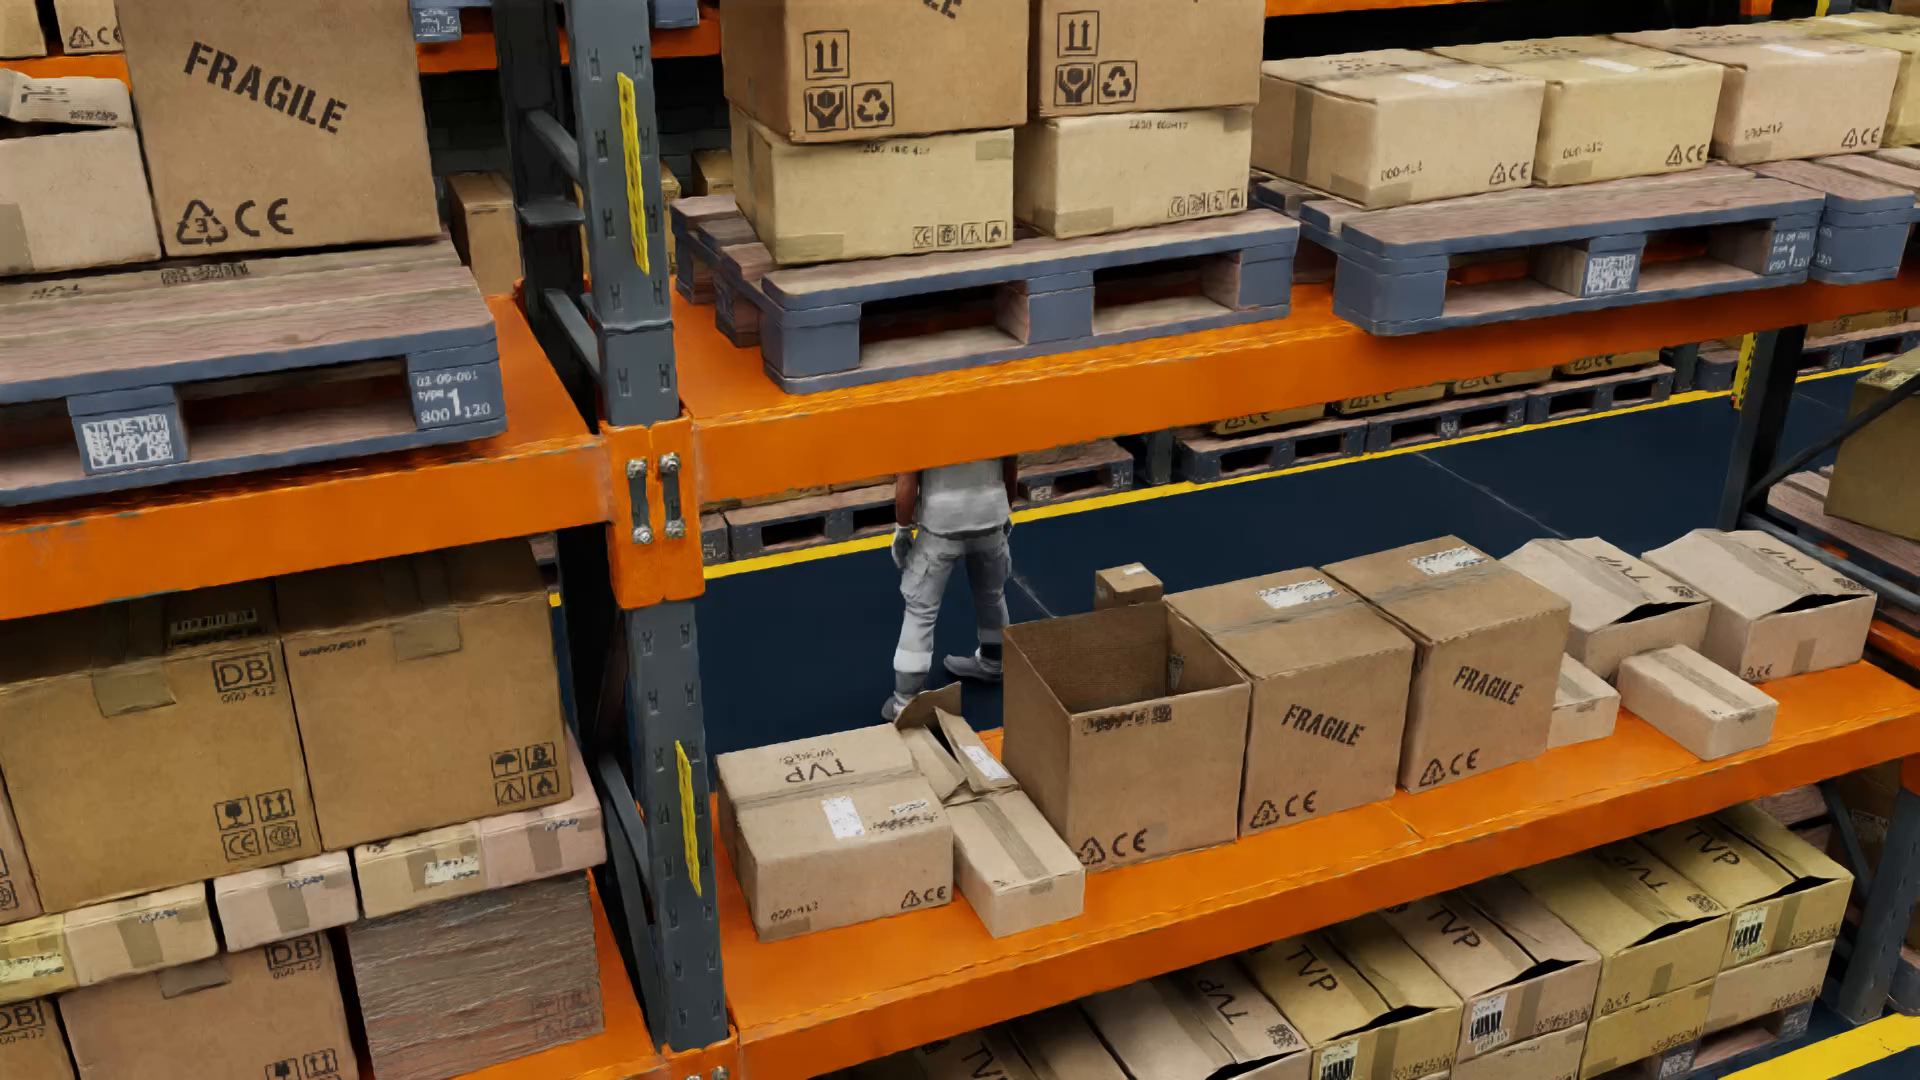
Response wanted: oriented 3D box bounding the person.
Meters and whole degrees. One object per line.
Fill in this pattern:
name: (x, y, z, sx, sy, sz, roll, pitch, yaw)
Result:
person: (-0.061, -0.066, 7.227, 0.644, 1.783, 0.551, -7, 27, -15)
